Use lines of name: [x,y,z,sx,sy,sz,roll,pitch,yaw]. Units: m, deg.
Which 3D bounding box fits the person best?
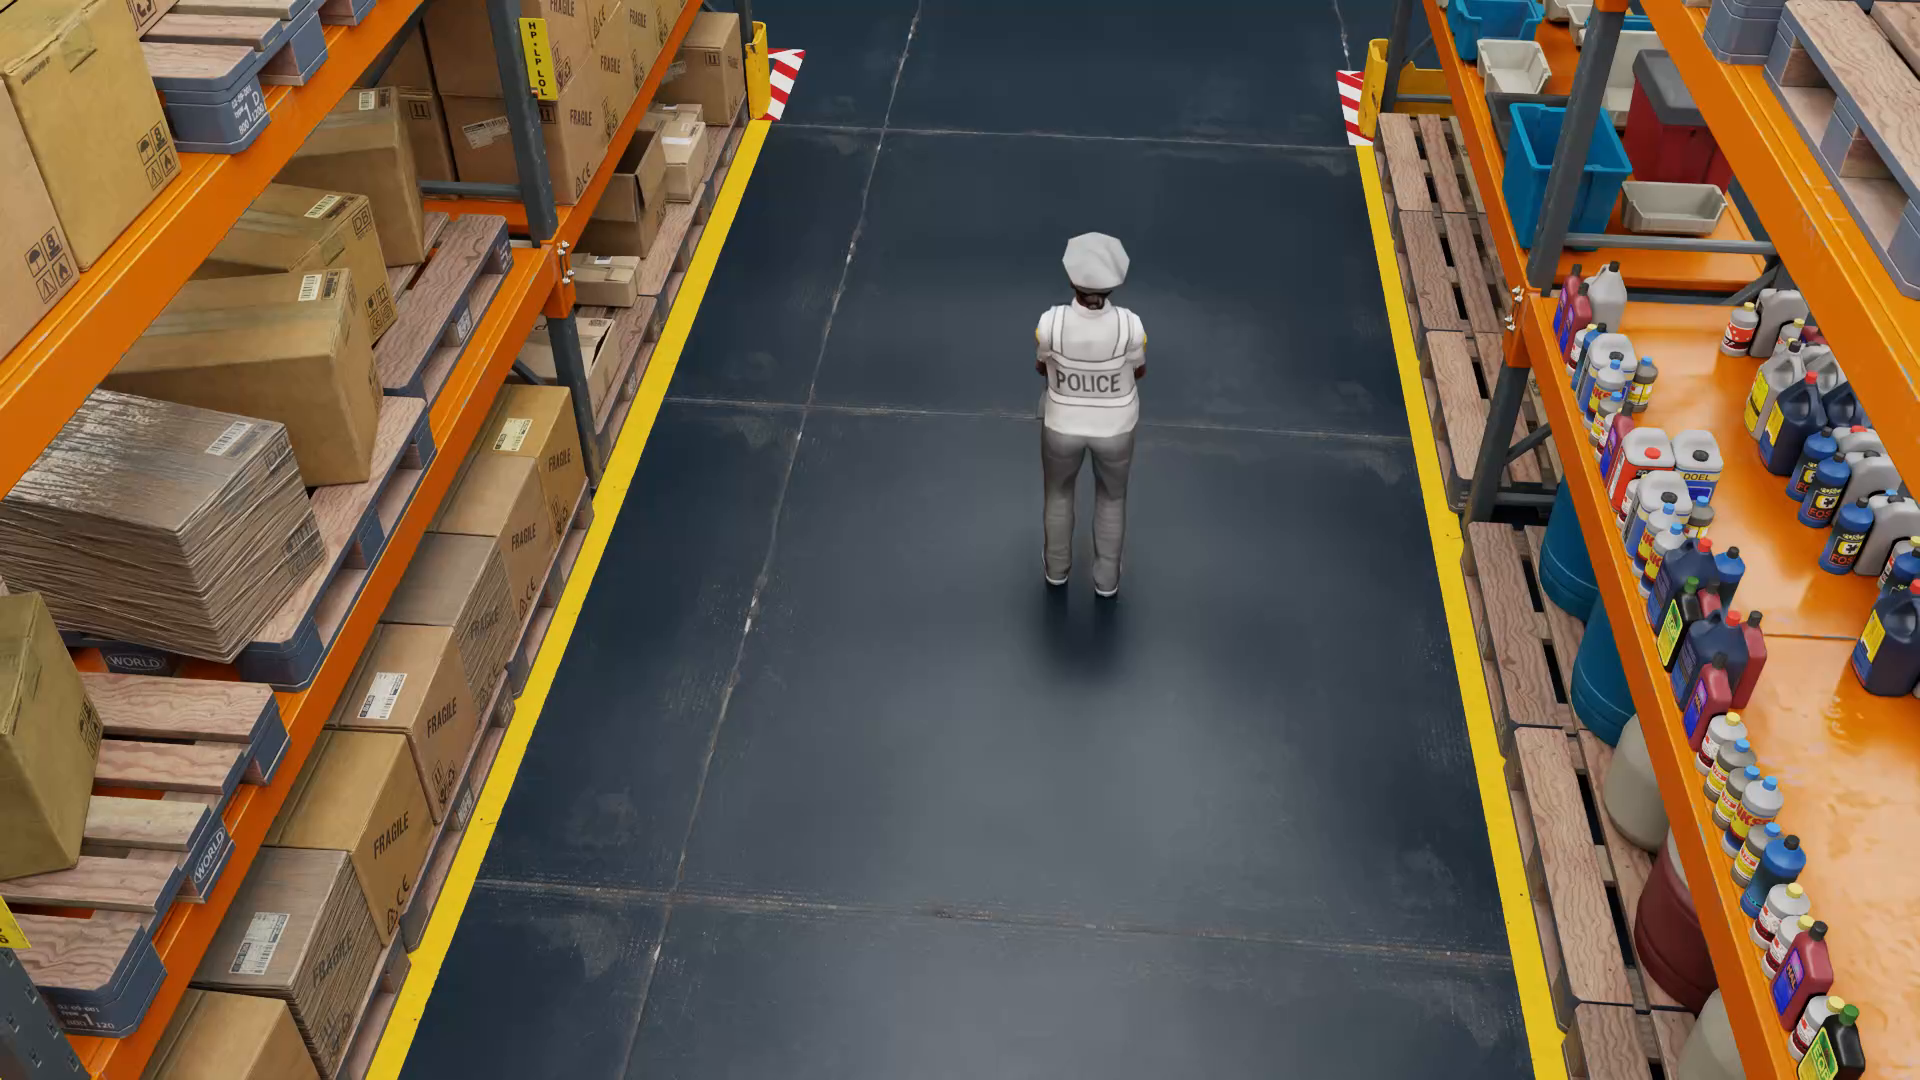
person: [0.520,-0.524,6.757,0.441,1.692,0.517,3,40,4]
